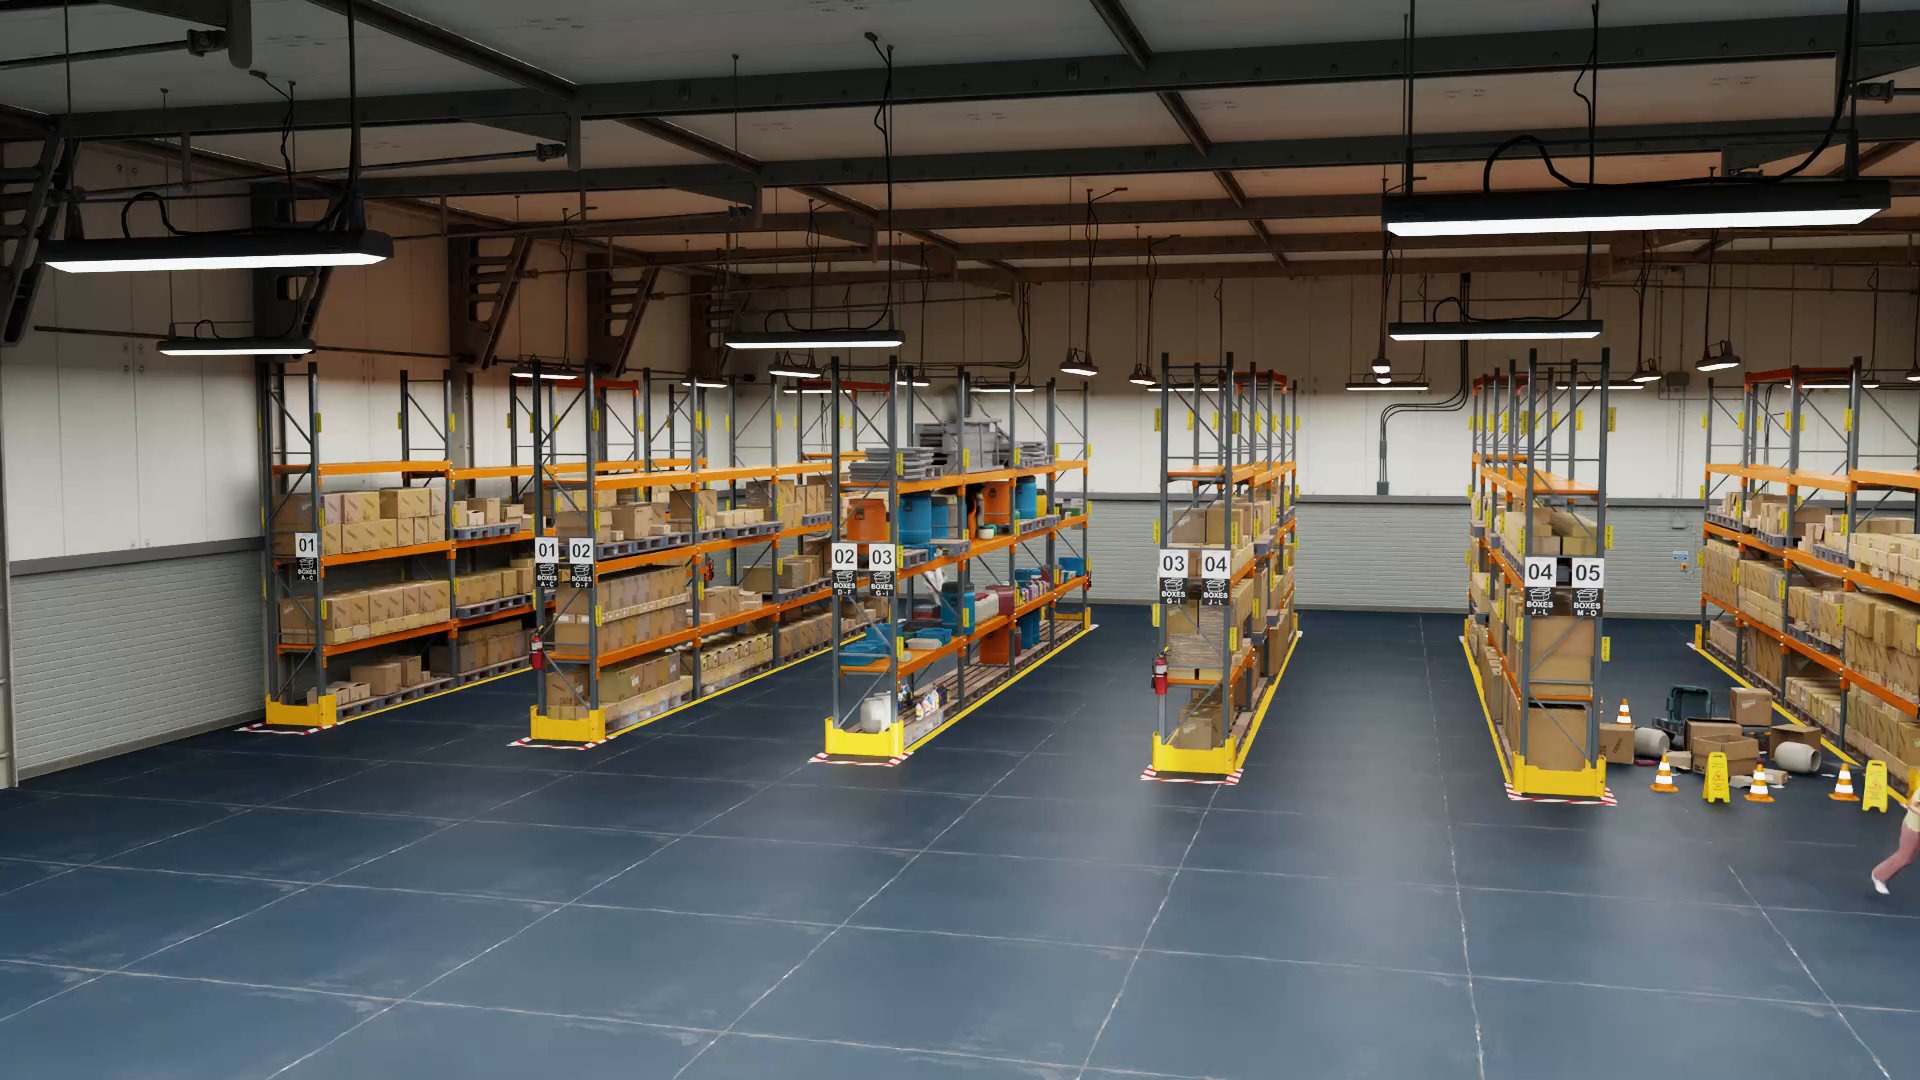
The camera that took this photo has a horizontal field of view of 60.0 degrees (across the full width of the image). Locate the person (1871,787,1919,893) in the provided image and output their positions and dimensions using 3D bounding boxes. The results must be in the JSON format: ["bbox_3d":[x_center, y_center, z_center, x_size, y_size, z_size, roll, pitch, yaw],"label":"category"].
[{"bbox_3d":[9.882,3.023,17.197,0.619,1.626,0.961,-2,4,-23],"label":"person"}]

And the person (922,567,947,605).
[{"bbox_3d":[-0.592,1.248,41.418,0.714,1.684,0.584,-1,4,-12],"label":"person"}]
